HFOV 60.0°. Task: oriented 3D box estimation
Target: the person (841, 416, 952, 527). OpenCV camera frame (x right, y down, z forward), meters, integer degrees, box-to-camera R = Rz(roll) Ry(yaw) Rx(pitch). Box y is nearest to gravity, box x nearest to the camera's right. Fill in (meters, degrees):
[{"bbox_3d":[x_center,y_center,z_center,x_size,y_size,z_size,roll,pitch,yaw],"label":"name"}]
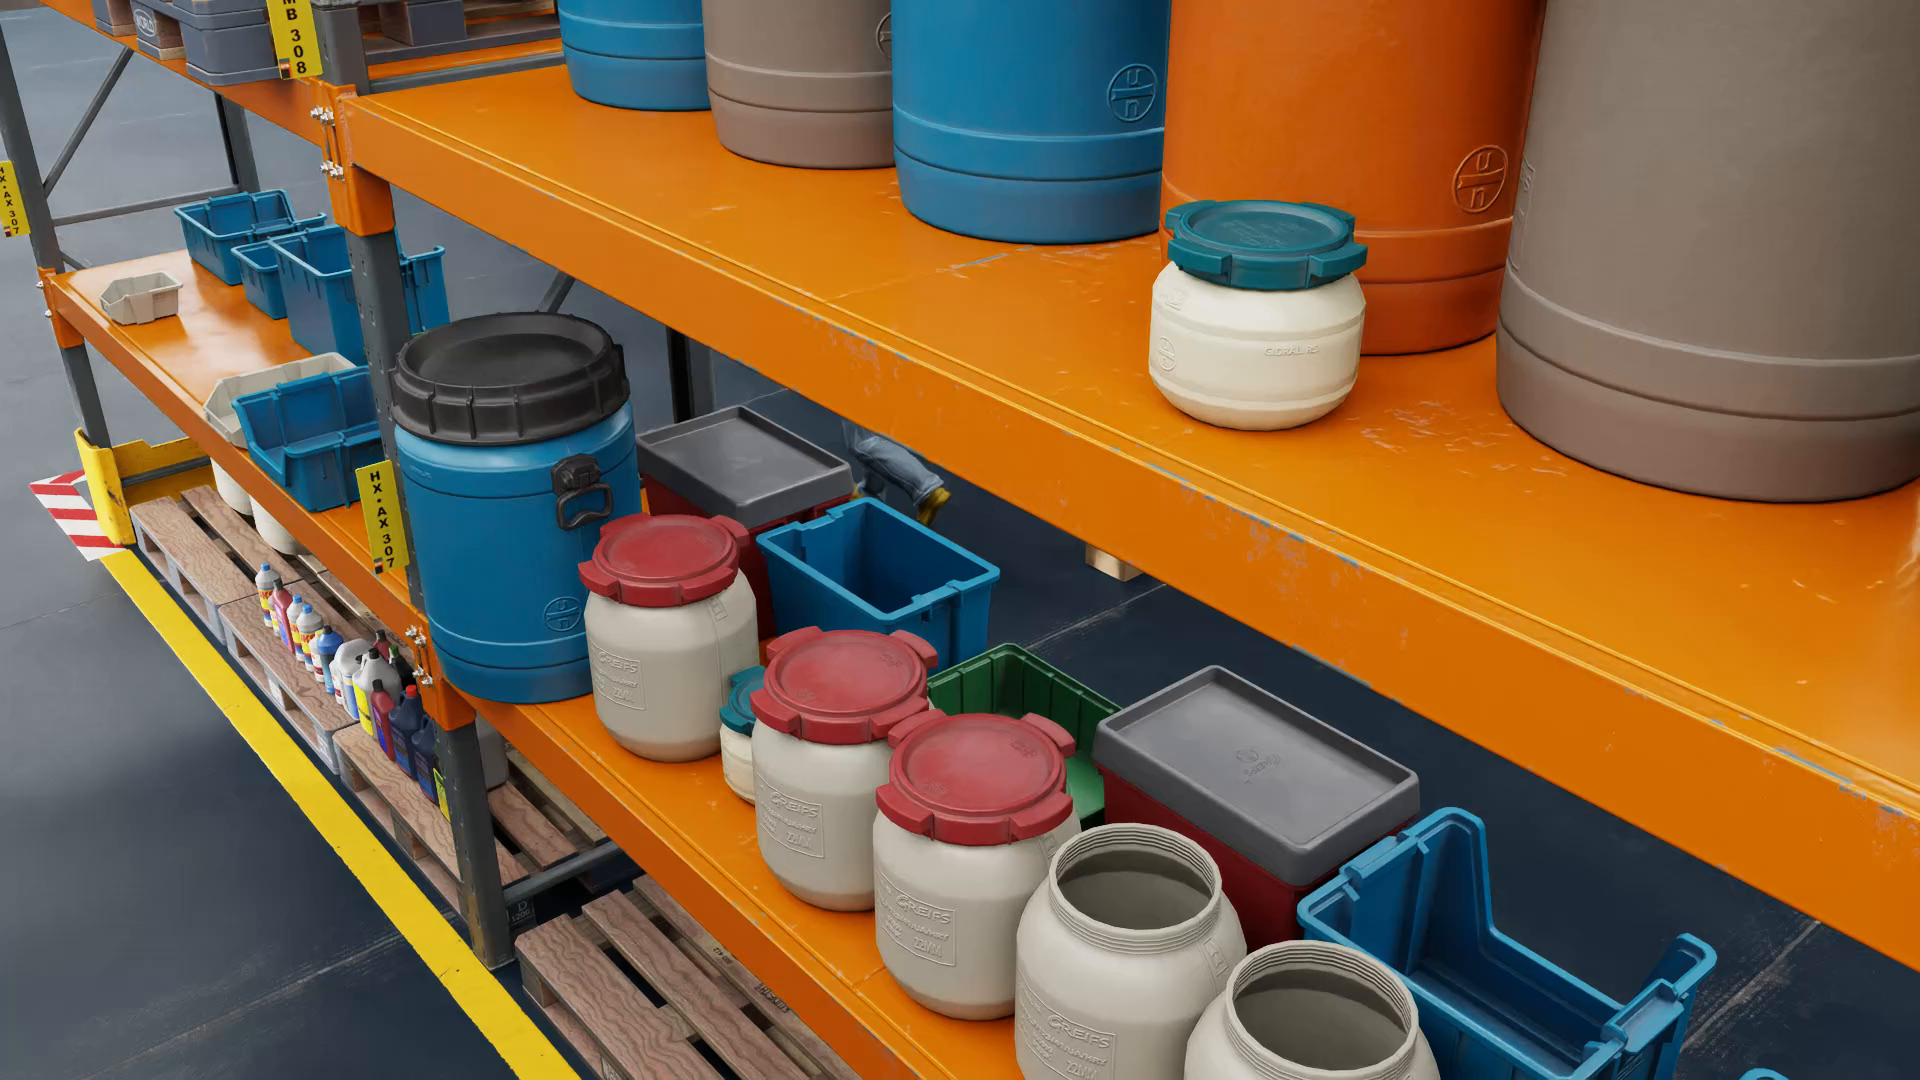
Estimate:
[{"bbox_3d":[-0.342,-0.838,7.667,0.838,1.741,0.577,20,34,33],"label":"person"}]
